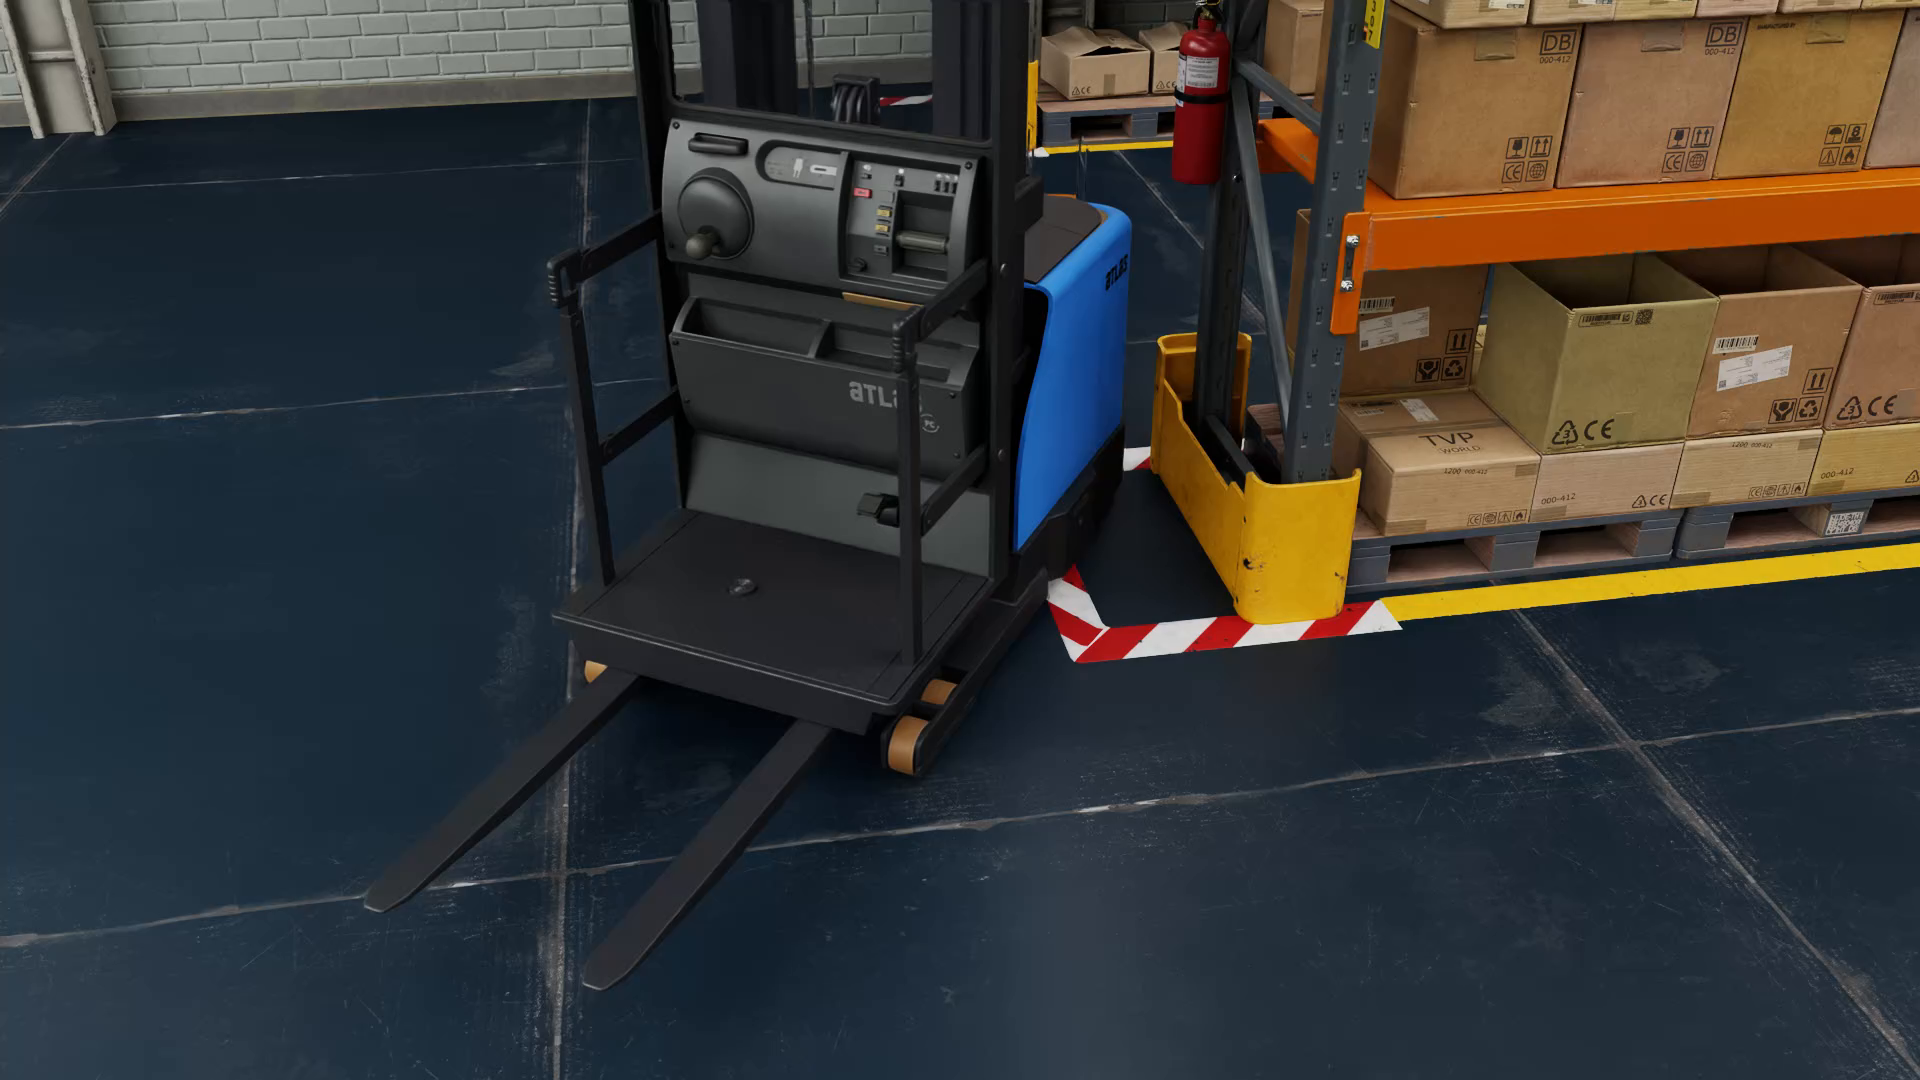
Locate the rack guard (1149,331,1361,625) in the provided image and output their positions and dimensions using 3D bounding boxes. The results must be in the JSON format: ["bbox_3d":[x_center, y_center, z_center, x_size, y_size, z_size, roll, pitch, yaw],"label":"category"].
[{"bbox_3d":[0.973,-0.247,5.677,0.348,0.500,1.175,-5,31,-9],"label":"rack guard"}]

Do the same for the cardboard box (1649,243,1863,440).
[{"bbox_3d":[2.545,-0.682,5.510,0.500,0.500,0.500,-5,31,-9],"label":"cardboard box"}]

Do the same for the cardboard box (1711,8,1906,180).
[{"bbox_3d":[2.463,-1.499,5.241,0.500,0.500,0.700,-5,31,-9],"label":"cardboard box"}]

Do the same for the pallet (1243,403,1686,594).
[{"bbox_3d":[1.741,-0.215,5.908,1.213,0.211,1.003,-5,31,-9],"label":"pallet"}]

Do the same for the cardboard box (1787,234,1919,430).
[{"bbox_3d":[3.040,-0.719,5.572,0.500,0.500,0.500,-5,31,-9],"label":"cardboard box"}]

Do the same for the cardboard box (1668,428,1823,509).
[{"bbox_3d":[2.547,-0.353,5.690,0.500,0.250,0.500,-5,31,-9],"label":"cardboard box"}]

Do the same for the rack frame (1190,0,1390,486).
[{"bbox_3d":[0.997,-1.327,5.047,0.127,3.000,1.000,-5,31,-9],"label":"rack frame"}]

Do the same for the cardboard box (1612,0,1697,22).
[{"bbox_3d":[1.926,-1.625,4.816,0.250,0.149,0.380,-5,31,-9],"label":"cardboard box"}]

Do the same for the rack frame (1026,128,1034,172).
[{"bbox_3d":[0.233,-0.869,6.037,0.006,1.200,0.240,0,30,-2],"label":"rack frame"}]

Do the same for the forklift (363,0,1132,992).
[{"bbox_3d":[-0.474,-0.855,4.313,1.130,2.935,3.031,13,33,20],"label":"forklift"}]

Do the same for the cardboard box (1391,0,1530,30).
[{"bbox_3d":[1.421,-1.578,4.735,0.250,0.149,0.380,-6,31,-9],"label":"cardboard box"}]

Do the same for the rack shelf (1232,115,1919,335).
[{"bbox_3d":[2.964,-1.199,5.540,4.000,0.370,1.077,-5,31,-9],"label":"rack shelf"}]

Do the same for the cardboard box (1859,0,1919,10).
[{"bbox_3d":[2.688,-1.696,4.937,0.250,0.149,0.380,-6,31,-10],"label":"cardboard box"}]

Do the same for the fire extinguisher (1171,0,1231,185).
[{"bbox_3d":[0.797,-1.514,5.442,0.183,0.674,0.296,-5,31,-9],"label":"fire extinguisher"}]

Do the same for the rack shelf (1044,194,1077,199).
[{"bbox_3d":[0.331,-1.141,5.880,0.180,0.103,0.258,0,30,-2],"label":"rack shelf"}]

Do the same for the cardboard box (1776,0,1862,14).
[{"bbox_3d":[2.437,-1.673,4.897,0.250,0.149,0.380,-6,31,-11],"label":"cardboard box"}]

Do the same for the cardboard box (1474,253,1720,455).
[{"bbox_3d":[2.056,-0.630,5.421,0.500,0.500,0.500,-5,31,-9],"label":"cardboard box"}]

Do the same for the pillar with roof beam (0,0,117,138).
[{"bbox_3d":[-4.493,-4.183,3.986,0.400,9.000,9.100,-5,31,-9],"label":"pillar with roof beam"}]

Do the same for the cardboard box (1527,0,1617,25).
[{"bbox_3d":[1.681,-1.603,4.779,0.250,0.149,0.380,-6,31,-10],"label":"cardboard box"}]

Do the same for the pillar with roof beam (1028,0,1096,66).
[{"bbox_3d":[1.409,-4.731,4.918,0.400,9.000,9.100,-5,31,-9],"label":"pillar with roof beam"}]

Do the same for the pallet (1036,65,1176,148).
[{"bbox_3d":[0.981,-2.658,10.061,1.213,0.211,1.003,-5,31,-9],"label":"pallet"}]

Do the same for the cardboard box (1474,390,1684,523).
[{"bbox_3d":[2.055,-0.308,5.613,0.500,0.250,0.500,-5,31,-9],"label":"cardboard box"}]

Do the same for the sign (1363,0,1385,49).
[{"bbox_3d":[1.091,-1.457,4.336,0.005,0.325,0.100,-5,31,-9],"label":"sign"}]

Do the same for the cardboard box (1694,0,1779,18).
[{"bbox_3d":[2.175,-1.647,4.853,0.250,0.149,0.380,-6,31,-10],"label":"cardboard box"}]

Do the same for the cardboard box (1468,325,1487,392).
[{"bbox_3d":[1.961,-0.570,6.059,0.500,0.250,0.500,-5,31,-9],"label":"cardboard box"}]

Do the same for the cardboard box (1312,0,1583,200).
[{"bbox_3d":[1.458,-1.406,5.083,0.500,0.500,0.700,-5,31,-9],"label":"cardboard box"}]

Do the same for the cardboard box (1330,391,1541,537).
[{"bbox_3d":[1.564,-0.260,5.532,0.500,0.250,0.500,-5,31,-9],"label":"cardboard box"}]

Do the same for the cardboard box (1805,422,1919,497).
[{"bbox_3d":[3.040,-0.397,5.763,0.500,0.250,0.500,-5,31,-9],"label":"cardboard box"}]

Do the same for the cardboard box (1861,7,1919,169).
[{"bbox_3d":[2.980,-1.549,5.326,0.500,0.500,0.700,-4,31,-7],"label":"cardboard box"}]

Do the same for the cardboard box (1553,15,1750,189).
[{"bbox_3d":[1.974,-1.456,5.169,0.500,0.500,0.700,-5,31,-8],"label":"cardboard box"}]

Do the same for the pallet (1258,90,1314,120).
[{"bbox_3d":[2.178,-2.767,10.248,1.213,0.211,1.003,-5,31,-9],"label":"pallet"}]

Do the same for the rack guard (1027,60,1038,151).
[{"bbox_3d":[0.175,-2.725,9.892,0.348,0.500,1.175,-5,31,-9],"label":"rack guard"}]

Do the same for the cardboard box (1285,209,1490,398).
[{"bbox_3d":[1.471,-0.843,5.783,0.500,0.500,0.500,-5,31,-9],"label":"cardboard box"}]

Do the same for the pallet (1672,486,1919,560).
[{"bbox_3d":[2.939,-0.325,6.094,1.213,0.211,1.003,-5,31,-9],"label":"pallet"}]

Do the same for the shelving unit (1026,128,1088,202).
[{"bbox_3d":[0.325,-0.869,6.040,0.189,1.200,0.258,0,30,-2],"label":"shelving unit"}]

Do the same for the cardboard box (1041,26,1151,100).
[{"bbox_3d":[0.797,-2.845,9.848,0.500,0.311,0.500,-9,32,-15],"label":"cardboard box"}]

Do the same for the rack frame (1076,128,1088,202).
[{"bbox_3d":[0.416,-0.868,6.043,0.006,1.200,0.240,0,30,-2],"label":"rack frame"}]

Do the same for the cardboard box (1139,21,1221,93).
[{"bbox_3d":[1.358,-2.897,9.936,0.500,0.311,0.500,-3,31,-5],"label":"cardboard box"}]

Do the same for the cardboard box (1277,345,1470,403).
[{"bbox_3d":[1.471,-0.519,5.971,0.500,0.250,0.500,-5,31,-9],"label":"cardboard box"}]

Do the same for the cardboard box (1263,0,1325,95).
[{"bbox_3d":[2.089,-3.021,9.960,0.500,0.500,0.700,-7,31,-12],"label":"cardboard box"}]
